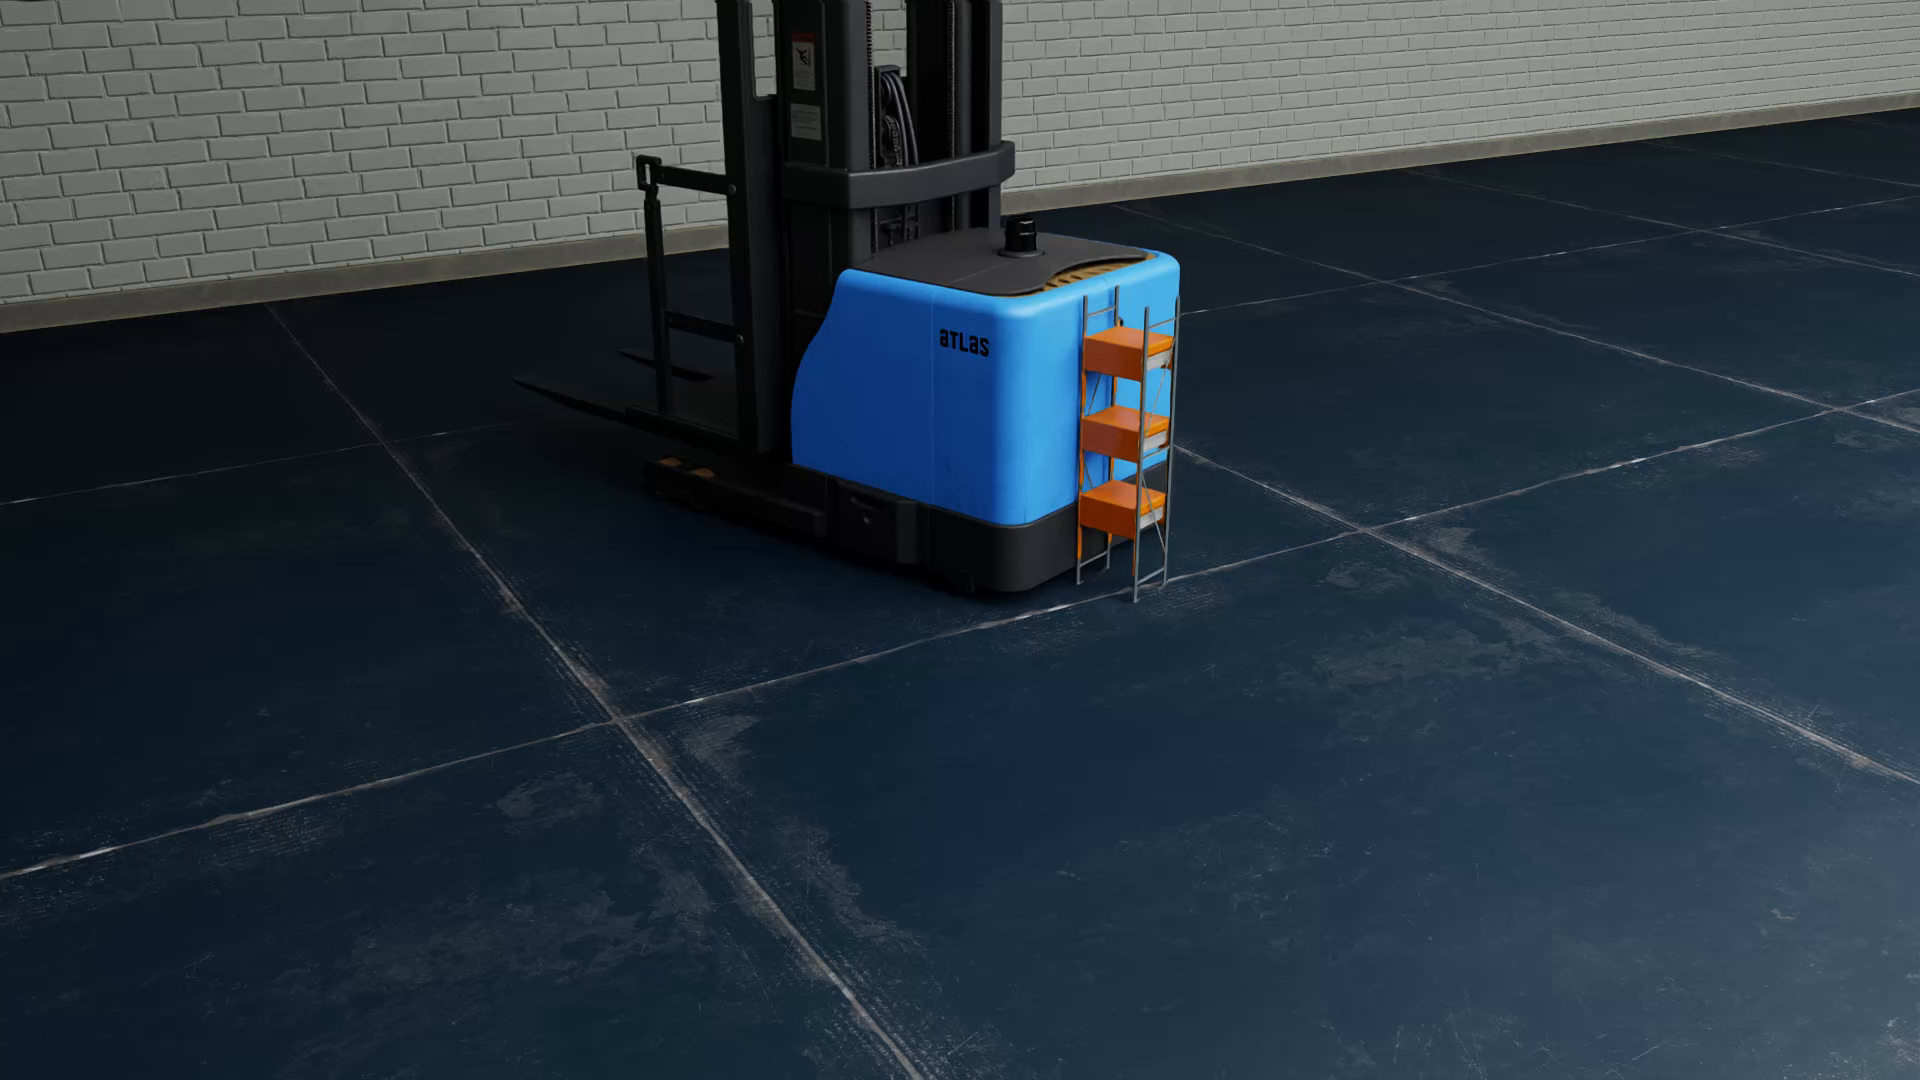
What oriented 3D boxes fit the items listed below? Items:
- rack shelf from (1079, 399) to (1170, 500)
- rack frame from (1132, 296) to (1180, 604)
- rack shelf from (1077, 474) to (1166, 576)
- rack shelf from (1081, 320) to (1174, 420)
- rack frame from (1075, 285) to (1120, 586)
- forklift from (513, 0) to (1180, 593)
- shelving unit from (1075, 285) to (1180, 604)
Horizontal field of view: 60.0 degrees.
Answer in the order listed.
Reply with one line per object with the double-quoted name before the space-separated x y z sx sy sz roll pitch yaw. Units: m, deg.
"rack shelf" 0.570 -0.313 5.715 0.240 0.259 0.215 17 28 36
"rack frame" 0.664 -0.293 5.639 0.008 1.050 0.200 17 28 36
"rack shelf" 0.570 -0.056 5.820 0.240 0.259 0.215 17 28 36
"rack shelf" 0.570 -0.576 5.608 0.240 0.259 0.215 17 28 36
"rack frame" 0.476 -0.352 5.784 0.008 1.050 0.200 17 28 36
"forklift" -0.646 -1.612 6.385 3.031 2.935 1.130 17 28 36
"shelving unit" 0.570 -0.323 5.711 0.252 1.050 0.215 17 28 36
